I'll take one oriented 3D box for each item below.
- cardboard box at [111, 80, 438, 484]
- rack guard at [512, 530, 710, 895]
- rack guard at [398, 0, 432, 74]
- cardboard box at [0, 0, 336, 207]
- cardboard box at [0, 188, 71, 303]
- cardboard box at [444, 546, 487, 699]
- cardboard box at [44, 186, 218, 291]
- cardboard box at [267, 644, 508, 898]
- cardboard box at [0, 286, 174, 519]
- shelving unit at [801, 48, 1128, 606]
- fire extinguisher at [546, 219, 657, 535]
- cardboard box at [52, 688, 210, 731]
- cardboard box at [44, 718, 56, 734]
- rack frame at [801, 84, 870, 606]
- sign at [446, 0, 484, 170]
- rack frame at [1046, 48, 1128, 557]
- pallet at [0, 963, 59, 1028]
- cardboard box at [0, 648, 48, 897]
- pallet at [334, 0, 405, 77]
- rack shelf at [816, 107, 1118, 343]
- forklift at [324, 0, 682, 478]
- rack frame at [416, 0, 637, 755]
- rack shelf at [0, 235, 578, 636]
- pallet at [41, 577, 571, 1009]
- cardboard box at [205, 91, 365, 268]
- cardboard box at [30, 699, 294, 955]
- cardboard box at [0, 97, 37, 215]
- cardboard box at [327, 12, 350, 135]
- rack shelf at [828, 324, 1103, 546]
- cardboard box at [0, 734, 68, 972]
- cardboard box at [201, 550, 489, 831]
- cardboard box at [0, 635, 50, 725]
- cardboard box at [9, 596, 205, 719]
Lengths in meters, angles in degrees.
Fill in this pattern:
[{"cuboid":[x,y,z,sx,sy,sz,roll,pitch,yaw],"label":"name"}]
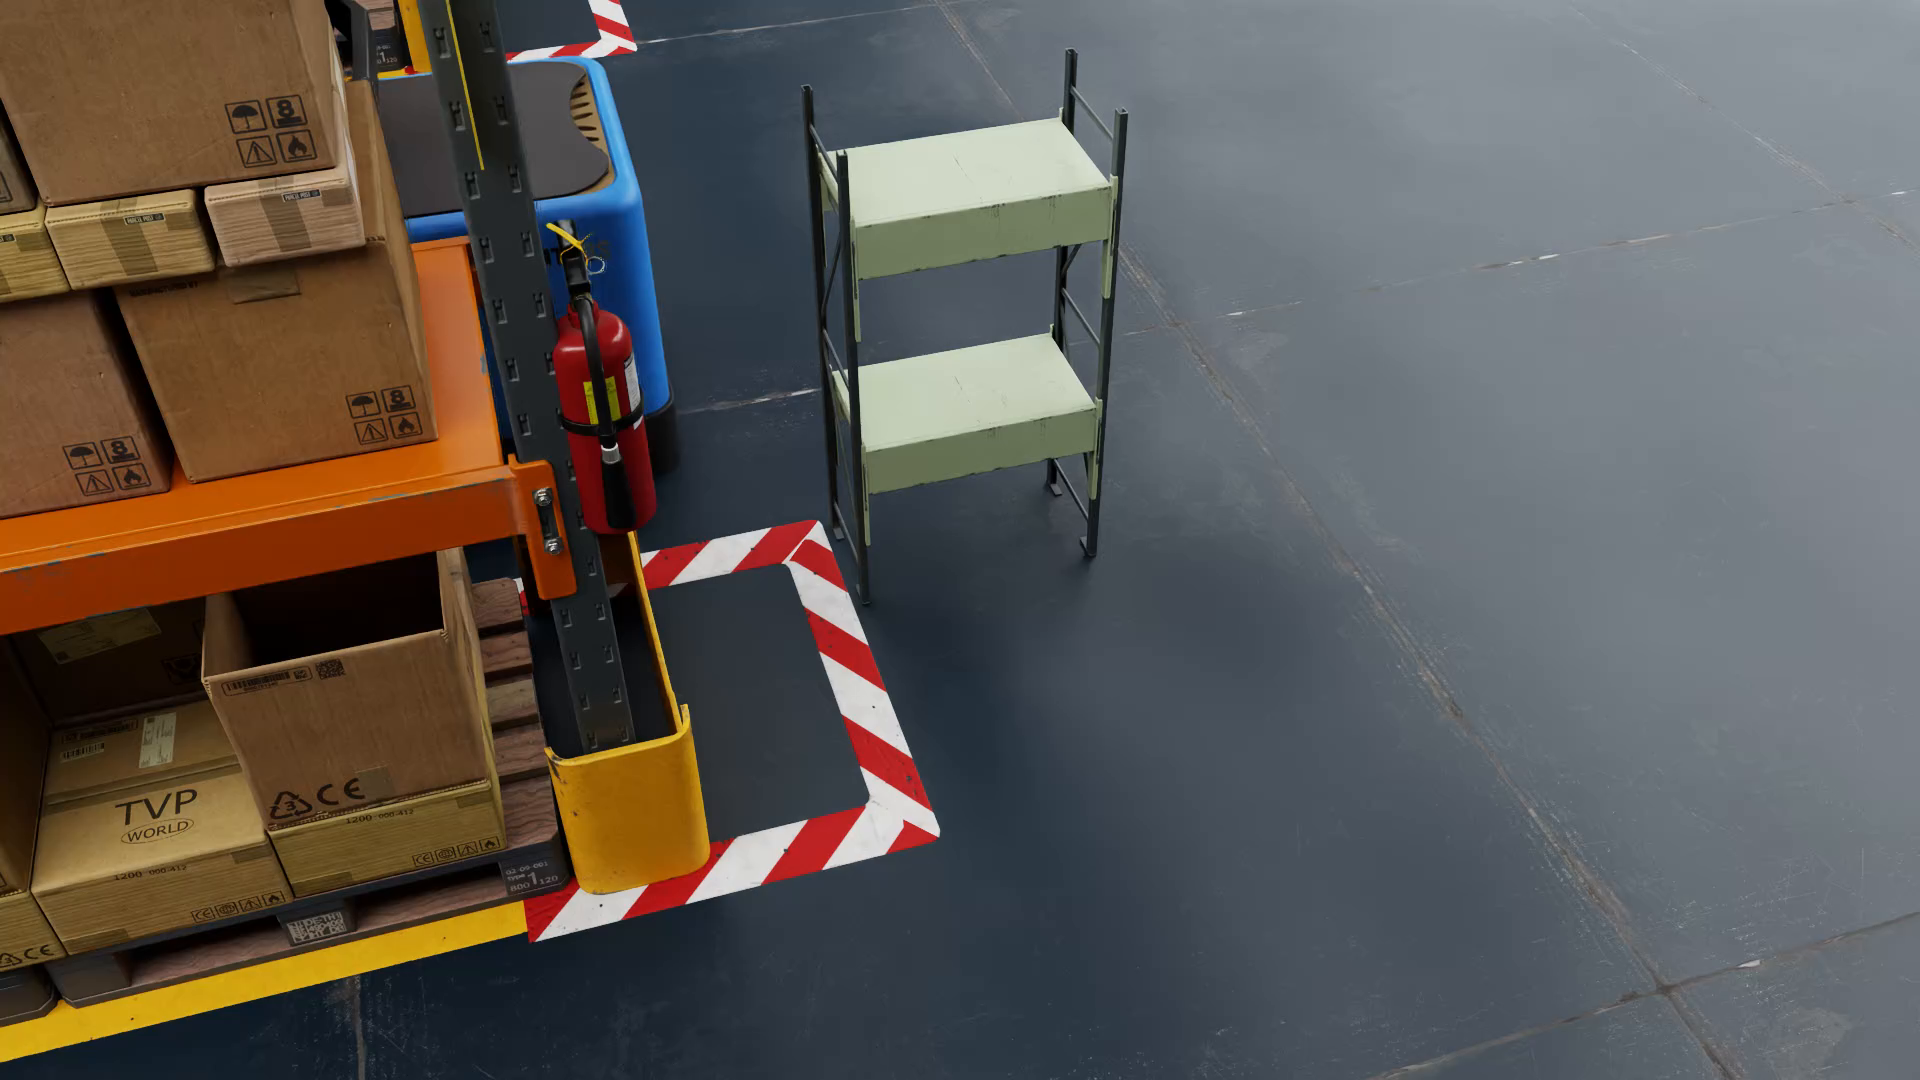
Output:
[{"cuboid":[-1.443,-0.567,3.543,0.500,0.500,0.700,-12,42,-13],"label":"cardboard box"},{"cuboid":[-0.971,0.323,4.500,0.348,0.500,1.175,-12,42,-13],"label":"rack guard"},{"cuboid":[-2.537,-2.737,8.003,0.348,0.500,1.175,-12,42,-13],"label":"rack guard"},{"cuboid":[-1.494,-1.045,3.104,0.500,0.500,0.700,-12,42,-13],"label":"cardboard box"},{"cuboid":[-1.794,-0.597,3.085,0.250,0.149,0.380,-12,43,-14],"label":"cardboard box"},{"cuboid":[-1.573,0.230,4.477,0.500,0.250,0.500,-12,42,-13],"label":"cardboard box"},{"cuboid":[-1.551,-0.648,3.143,0.250,0.149,0.380,-11,42,-12],"label":"cardboard box"},{"cuboid":[-1.417,0.555,4.105,0.500,0.250,0.500,-12,42,-13],"label":"cardboard box"},{"cuboid":[-1.943,-0.460,3.421,0.500,0.500,0.700,-11,42,-12],"label":"cardboard box"},{"cuboid":[0.006,-0.566,4.758,0.755,1.500,0.431,-12,42,-13],"label":"shelving unit"},{"cuboid":[-0.742,-0.316,3.391,0.183,0.674,0.296,-12,42,-13],"label":"fire extinguisher"},{"cuboid":[-2.048,0.331,4.362,0.500,0.250,0.500,-12,42,-13],"label":"cardboard box"},{"cuboid":[-2.525,0.430,4.249,0.500,0.250,0.500,-12,42,-13],"label":"cardboard box"},{"cuboid":[-0.343,-0.494,4.675,0.023,1.500,0.400,-12,42,-13],"label":"rack frame"},{"cuboid":[-0.844,-0.795,2.821,0.005,0.325,0.100,-12,42,-13],"label":"sign"},{"cuboid":[0.355,-0.638,4.841,0.023,1.500,0.400,-12,42,-13],"label":"rack frame"},{"cuboid":[-2.873,0.853,4.113,1.213,0.211,1.003,-12,42,-13],"label":"pallet"},{"cuboid":[-2.366,0.481,3.620,0.500,0.500,0.500,-12,42,-13],"label":"cardboard box"},{"cuboid":[-3.313,-2.471,7.918,1.213,0.211,1.003,-12,42,-13],"label":"pallet"},{"cuboid":[0.006,-0.860,4.501,0.720,0.370,0.431,-12,42,-13],"label":"rack shelf"},{"cuboid":[-2.487,-1.324,4.538,3.031,2.935,1.130,-11,42,-12],"label":"forklift"},{"cuboid":[-0.994,-0.613,3.672,0.127,3.000,1.000,-12,42,-13],"label":"rack frame"},{"cuboid":[-2.902,0.053,3.457,4.000,0.370,1.077,-12,42,-13],"label":"rack shelf"},{"cuboid":[-1.711,0.614,4.387,1.213,0.211,1.003,-12,42,-13],"label":"pallet"},{"cuboid":[-1.301,-0.700,3.203,0.250,0.149,0.380,-12,43,-14],"label":"cardboard box"},{"cuboid":[-1.890,0.662,3.984,0.500,0.250,0.500,-12,42,-13],"label":"cardboard box"},{"cuboid":[-1.994,-0.938,2.981,0.500,0.500,0.700,-13,43,-14],"label":"cardboard box"},{"cuboid":[-1.433,-0.953,3.492,0.250,0.149,0.380,-12,43,-13],"label":"cardboard box"},{"cuboid":[0.006,-0.321,4.973,0.720,0.370,0.431,-12,42,-13],"label":"rack shelf"},{"cuboid":[-2.367,0.762,3.869,0.500,0.250,0.500,-12,42,-13],"label":"cardboard box"},{"cuboid":[-1.416,0.274,3.857,0.500,0.500,0.500,-12,42,-13],"label":"cardboard box"},{"cuboid":[-2.522,0.155,3.994,0.500,0.500,0.500,-12,42,-13],"label":"cardboard box"},{"cuboid":[-2.049,0.048,4.116,0.500,0.500,0.500,-12,42,-13],"label":"cardboard box"}]
